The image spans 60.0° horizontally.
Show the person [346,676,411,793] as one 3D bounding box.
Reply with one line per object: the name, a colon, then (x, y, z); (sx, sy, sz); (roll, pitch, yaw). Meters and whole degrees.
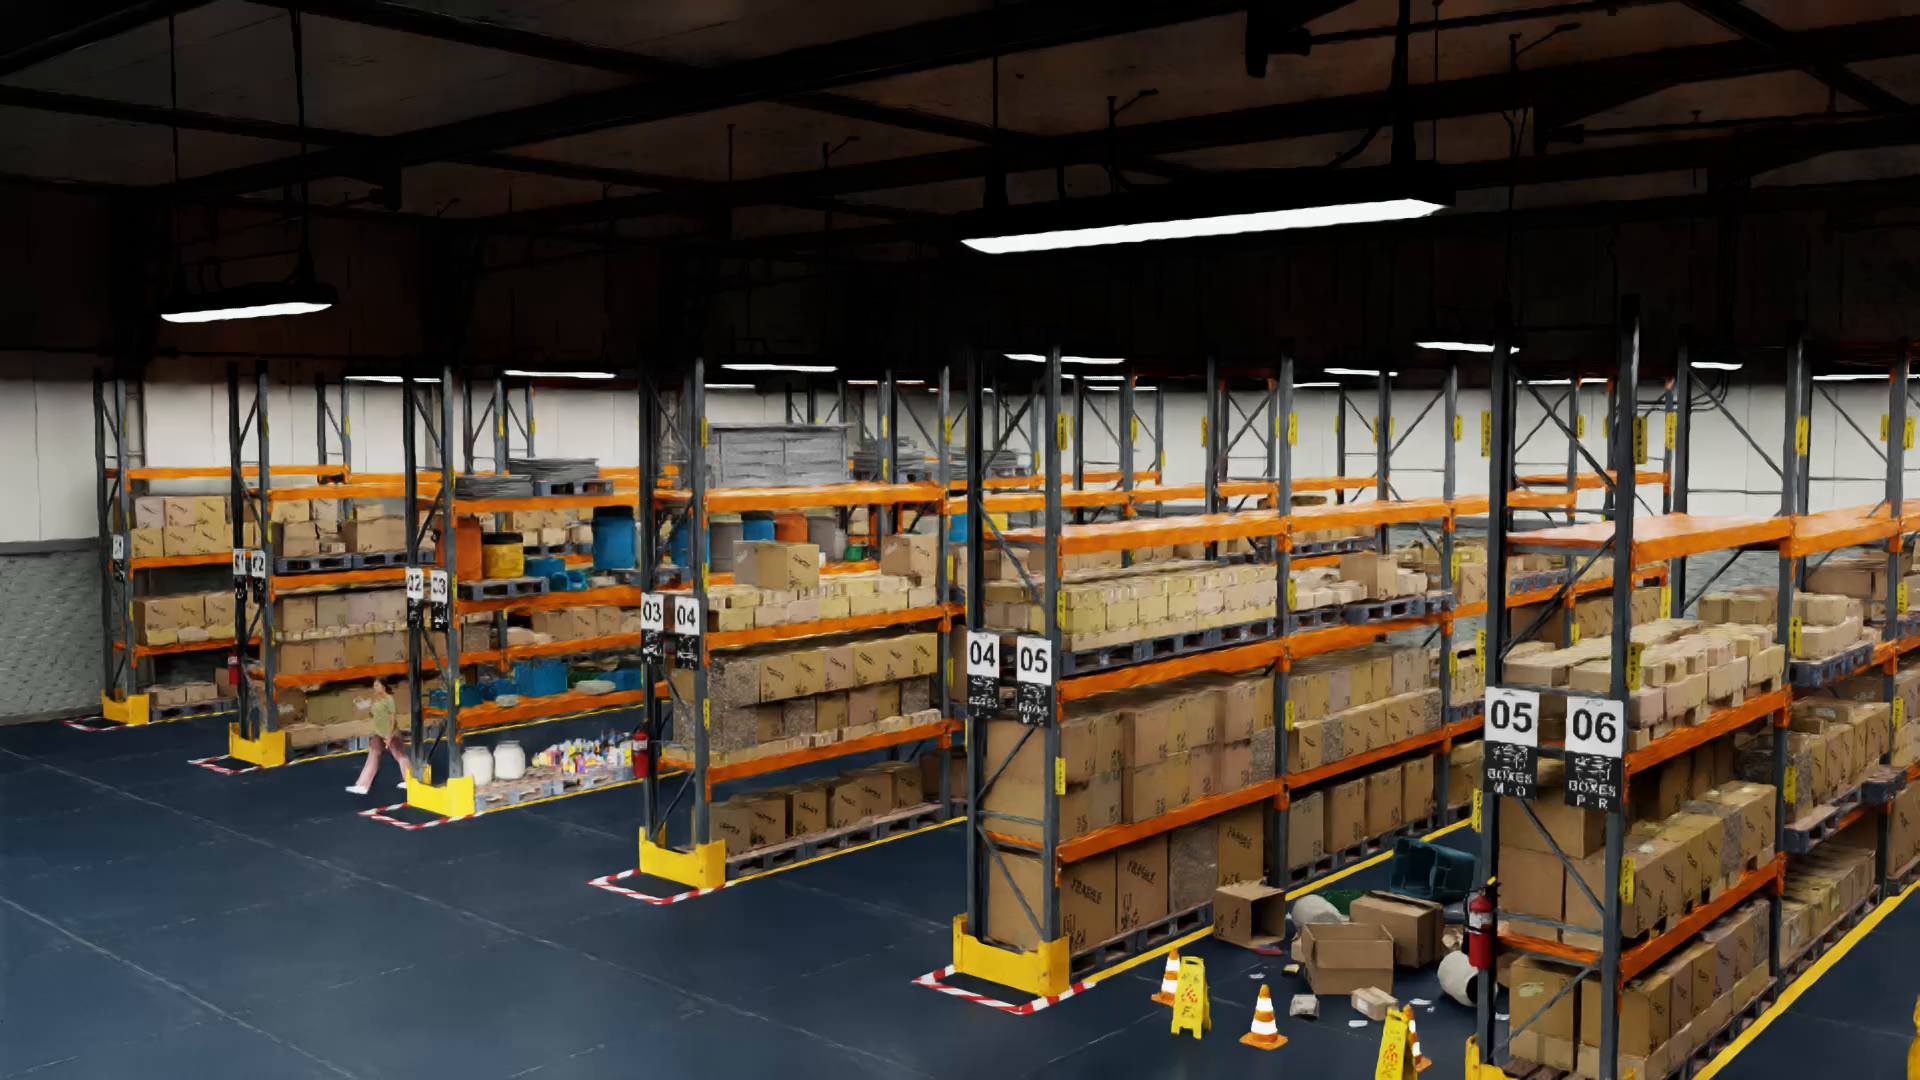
person: (-7.913, 2.662, 22.821); (0.459, 1.599, 1.031); (3, 5, 36)
